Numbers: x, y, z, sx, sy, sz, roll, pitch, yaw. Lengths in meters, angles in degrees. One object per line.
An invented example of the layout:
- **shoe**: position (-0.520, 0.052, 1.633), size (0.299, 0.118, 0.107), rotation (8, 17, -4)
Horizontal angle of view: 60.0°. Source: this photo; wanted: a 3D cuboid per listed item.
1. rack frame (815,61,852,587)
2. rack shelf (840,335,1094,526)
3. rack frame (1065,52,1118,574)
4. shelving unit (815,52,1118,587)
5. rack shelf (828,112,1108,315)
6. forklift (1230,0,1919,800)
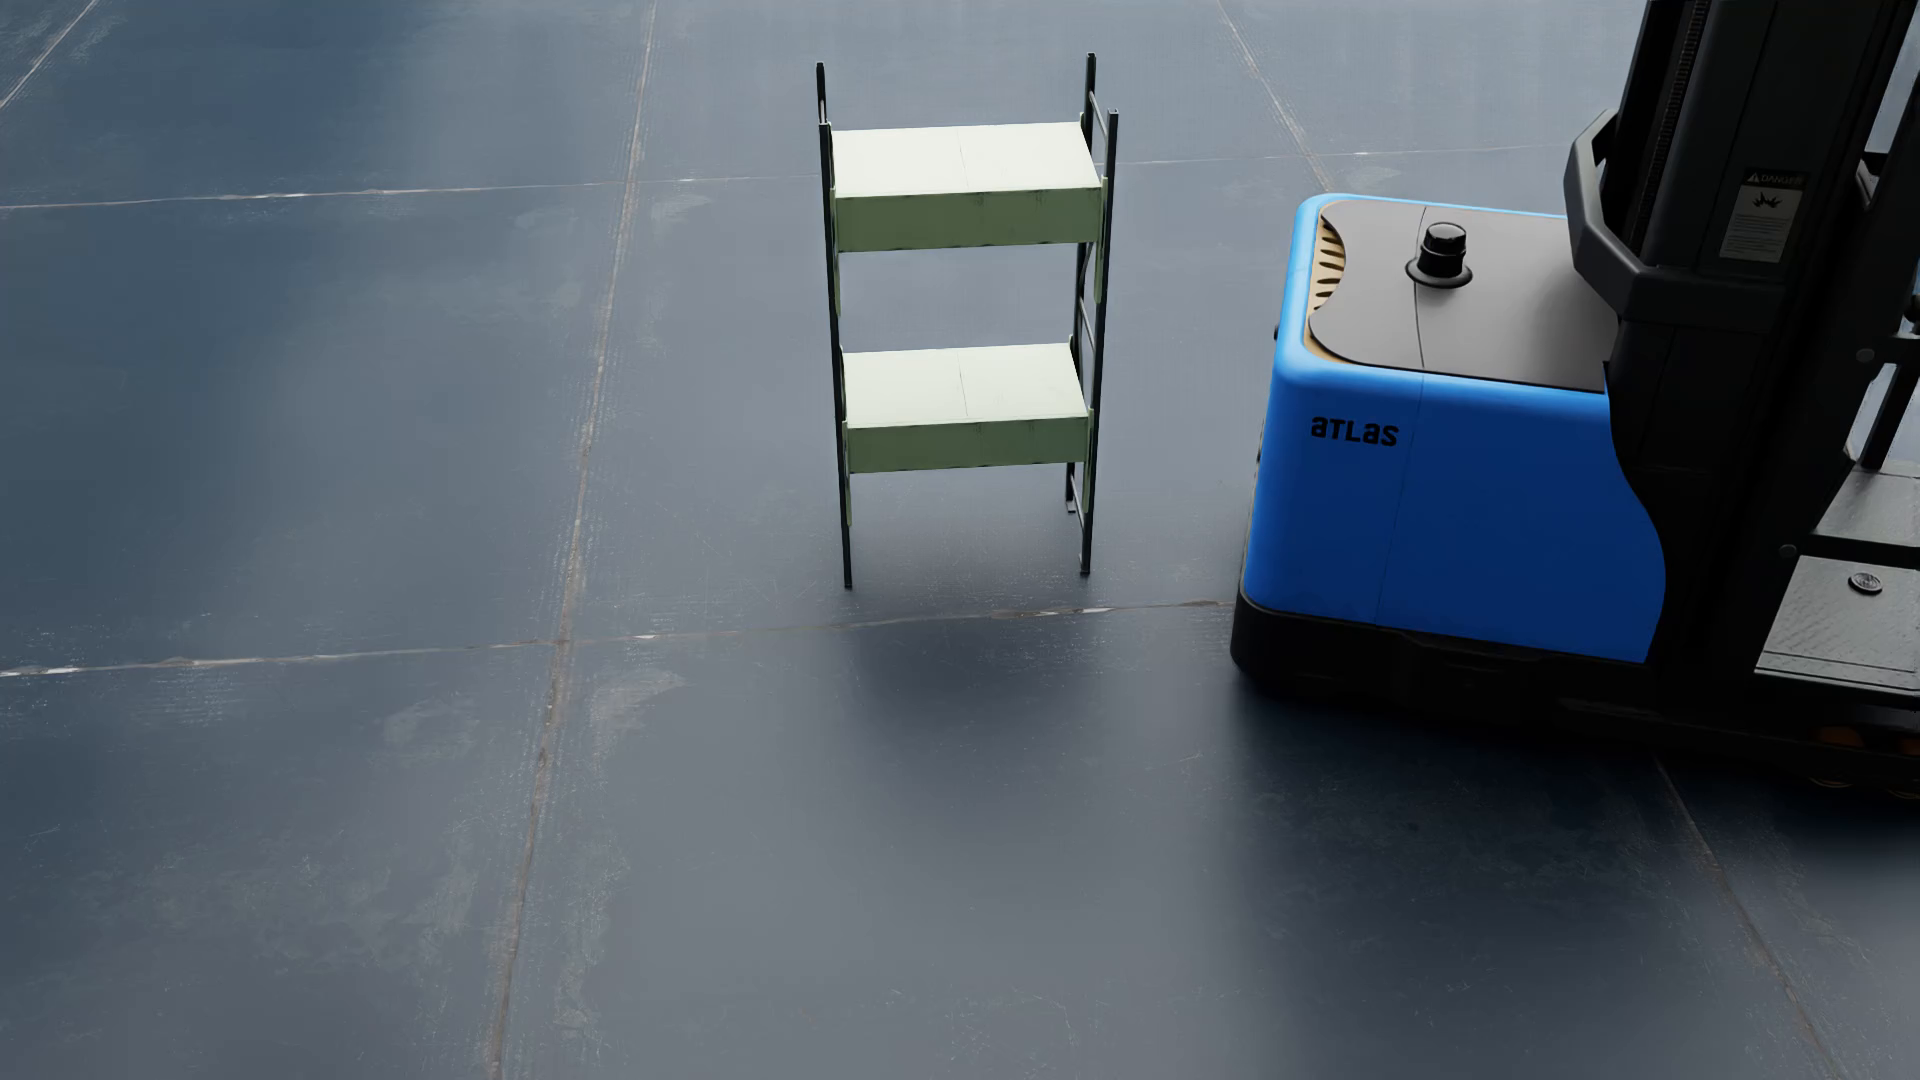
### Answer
- **rack frame**: position (-0.358, -0.569, 4.760), size (0.023, 1.500, 0.400), rotation (-3, 38, -4)
- **rack shelf**: position (0.007, -0.333, 4.988), size (0.720, 0.370, 0.431), rotation (-3, 38, -4)
- **rack frame**: position (0.371, -0.609, 4.811), size (0.023, 1.500, 0.400), rotation (-3, 38, -4)
- **shelving unit**: position (0.007, -0.589, 4.786), size (0.755, 1.500, 0.431), rotation (-3, 38, -4)
- **rack shelf**: position (0.007, -0.896, 4.544), size (0.720, 0.370, 0.431), rotation (-3, 38, -4)
- **forklift**: position (2.340, -0.829, 3.935), size (3.031, 2.935, 1.130), rotation (8, 39, 10)
